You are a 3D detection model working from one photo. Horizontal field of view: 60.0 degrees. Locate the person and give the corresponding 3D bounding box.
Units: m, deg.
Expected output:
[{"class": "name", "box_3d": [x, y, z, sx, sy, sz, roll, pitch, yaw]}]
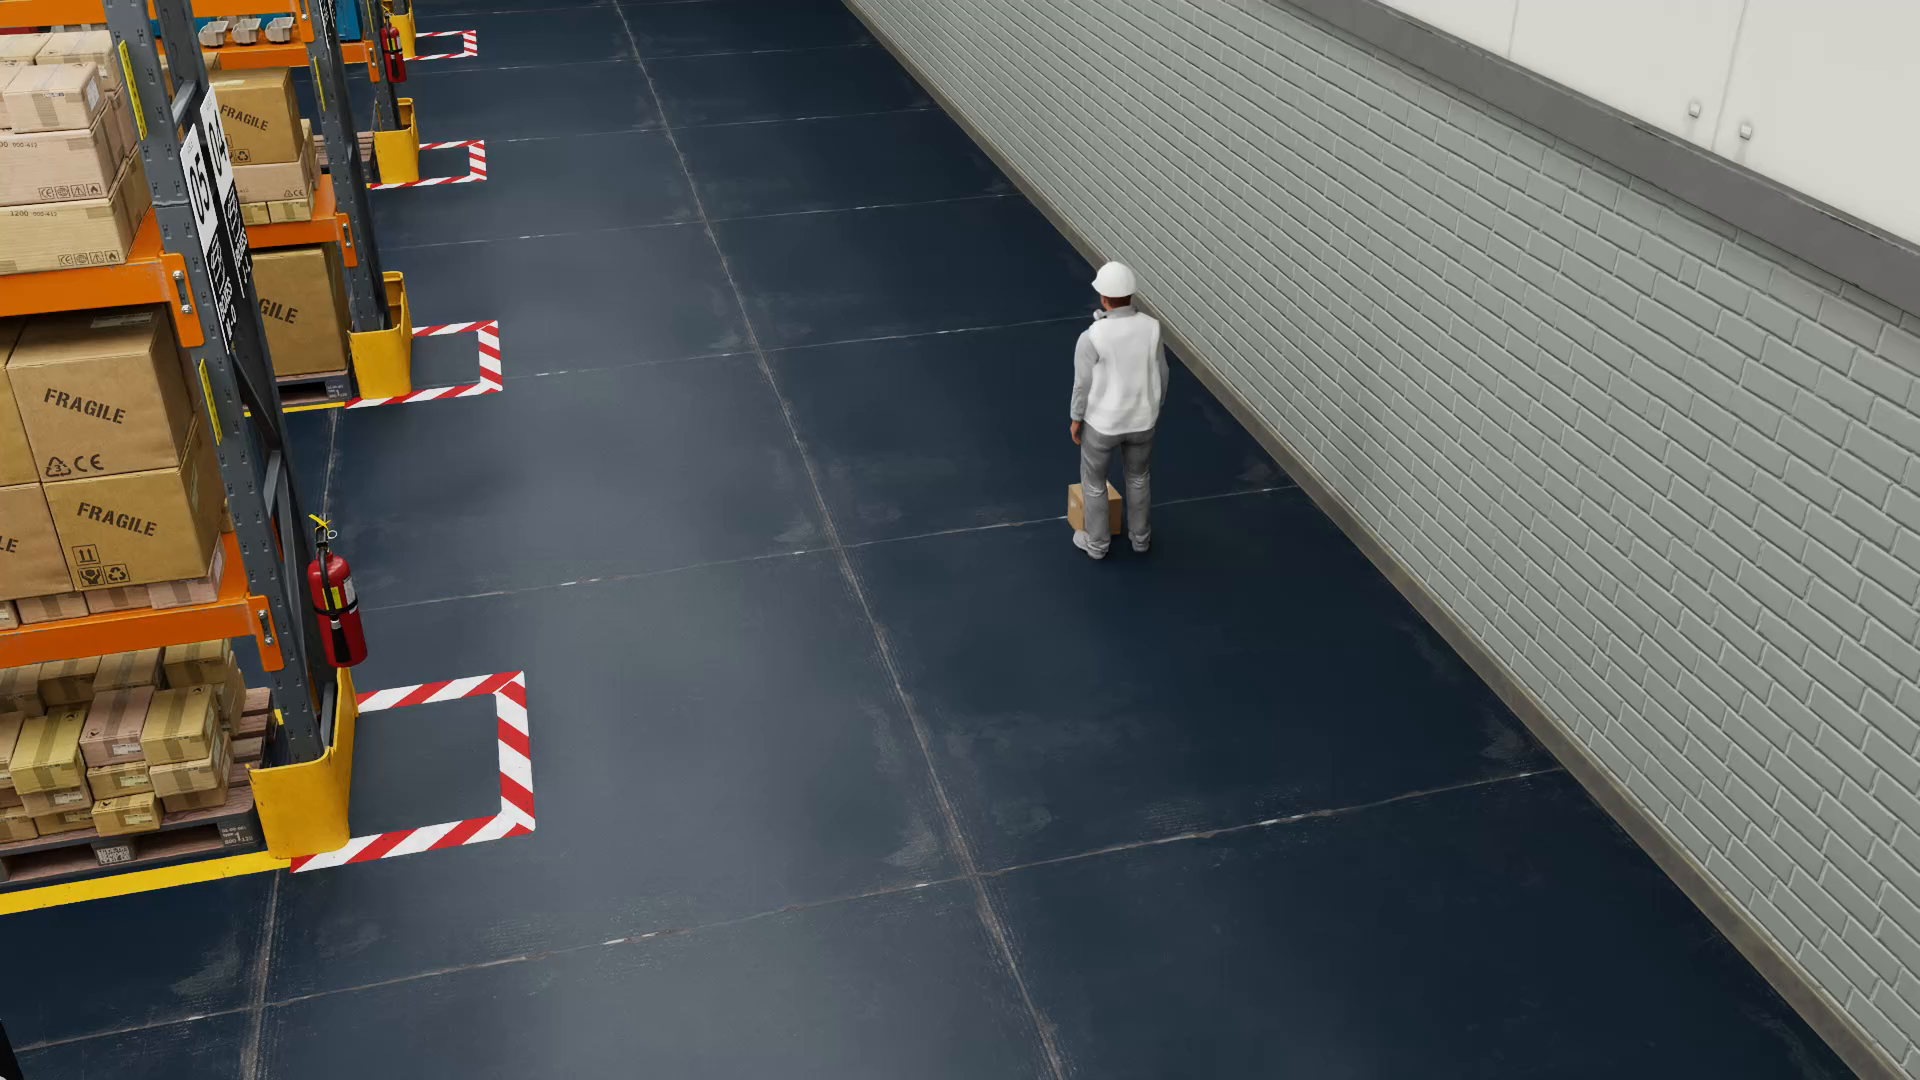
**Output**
[{"class": "person", "box_3d": [0.891, -0.715, 9.452, 0.578, 1.770, 0.466, -9, 31, -15]}]
